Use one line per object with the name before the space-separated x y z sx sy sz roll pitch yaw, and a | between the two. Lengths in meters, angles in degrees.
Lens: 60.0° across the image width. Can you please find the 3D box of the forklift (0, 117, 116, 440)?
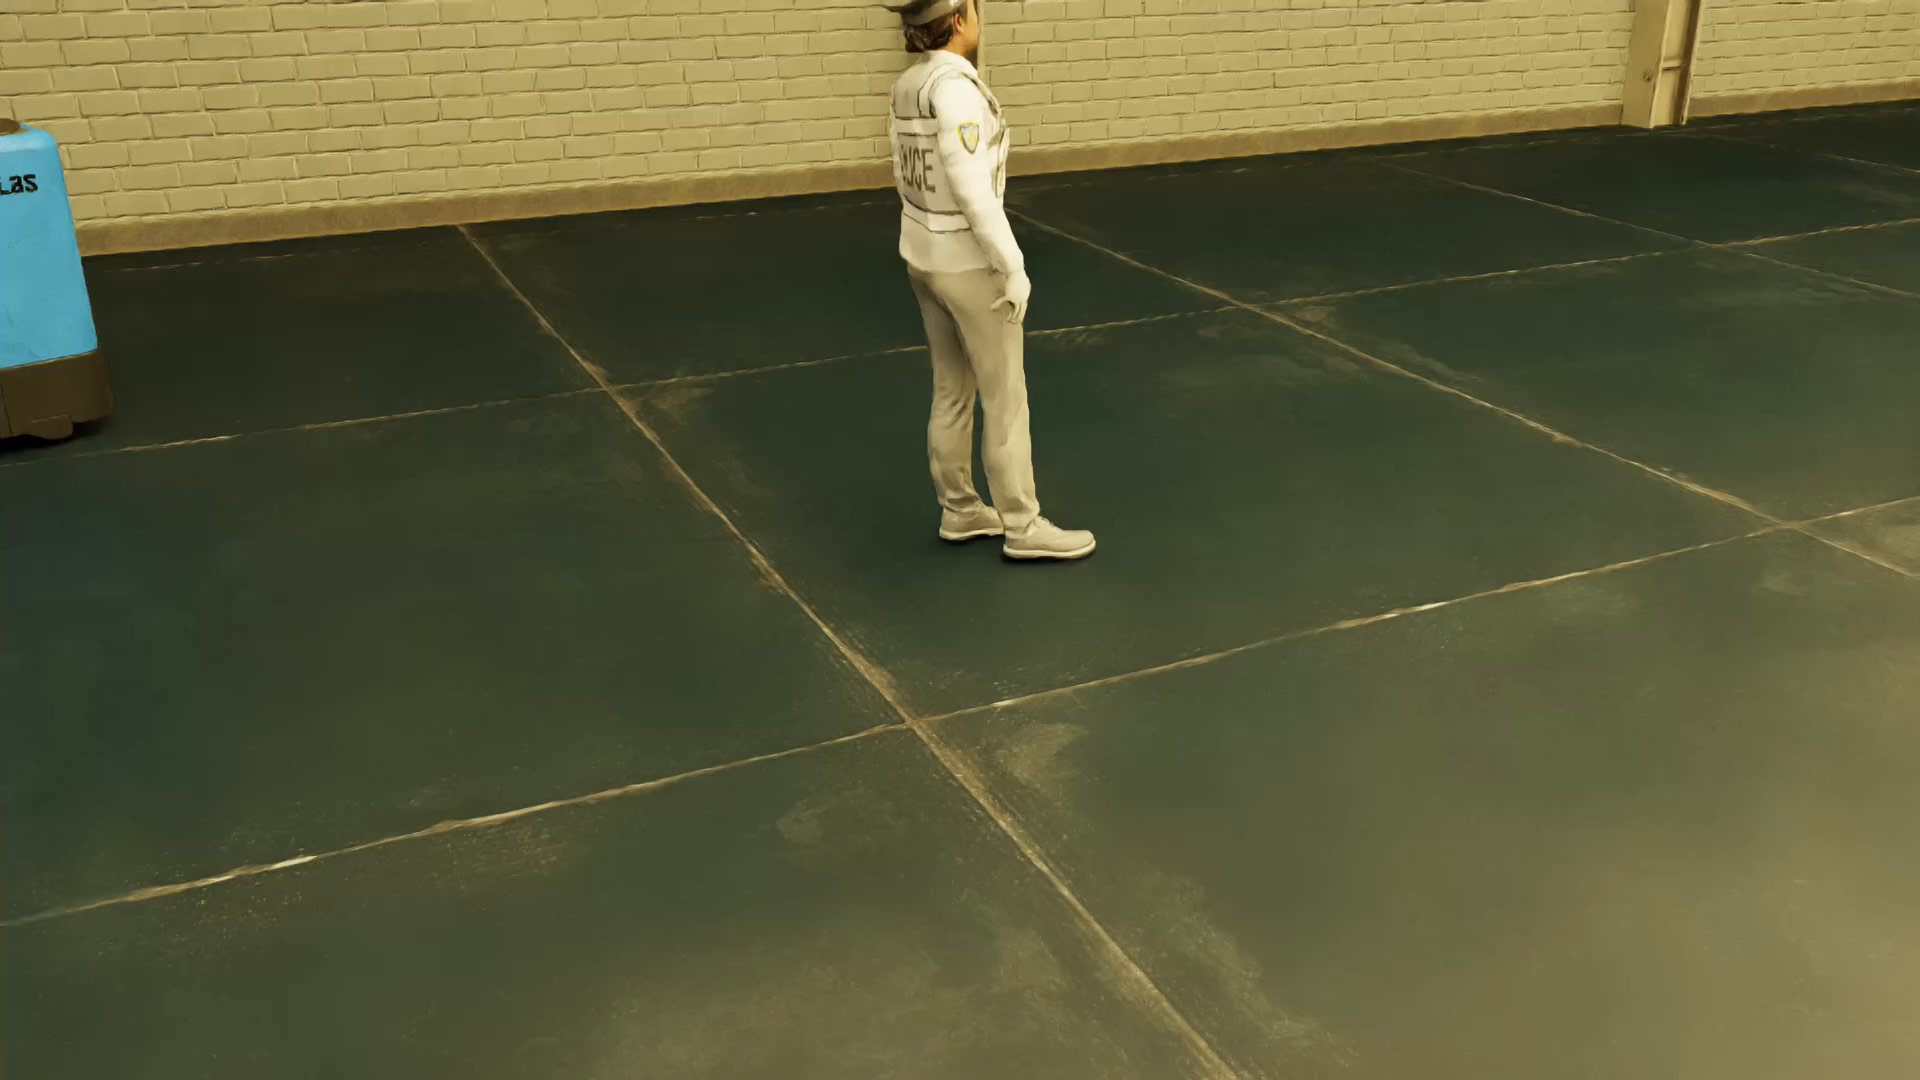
forklift | -4.467 -1.478 4.845 1.130 2.935 3.031 21 30 41

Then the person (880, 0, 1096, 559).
person | 0.064 -0.798 4.799 0.532 1.695 0.586 -10 25 -23
